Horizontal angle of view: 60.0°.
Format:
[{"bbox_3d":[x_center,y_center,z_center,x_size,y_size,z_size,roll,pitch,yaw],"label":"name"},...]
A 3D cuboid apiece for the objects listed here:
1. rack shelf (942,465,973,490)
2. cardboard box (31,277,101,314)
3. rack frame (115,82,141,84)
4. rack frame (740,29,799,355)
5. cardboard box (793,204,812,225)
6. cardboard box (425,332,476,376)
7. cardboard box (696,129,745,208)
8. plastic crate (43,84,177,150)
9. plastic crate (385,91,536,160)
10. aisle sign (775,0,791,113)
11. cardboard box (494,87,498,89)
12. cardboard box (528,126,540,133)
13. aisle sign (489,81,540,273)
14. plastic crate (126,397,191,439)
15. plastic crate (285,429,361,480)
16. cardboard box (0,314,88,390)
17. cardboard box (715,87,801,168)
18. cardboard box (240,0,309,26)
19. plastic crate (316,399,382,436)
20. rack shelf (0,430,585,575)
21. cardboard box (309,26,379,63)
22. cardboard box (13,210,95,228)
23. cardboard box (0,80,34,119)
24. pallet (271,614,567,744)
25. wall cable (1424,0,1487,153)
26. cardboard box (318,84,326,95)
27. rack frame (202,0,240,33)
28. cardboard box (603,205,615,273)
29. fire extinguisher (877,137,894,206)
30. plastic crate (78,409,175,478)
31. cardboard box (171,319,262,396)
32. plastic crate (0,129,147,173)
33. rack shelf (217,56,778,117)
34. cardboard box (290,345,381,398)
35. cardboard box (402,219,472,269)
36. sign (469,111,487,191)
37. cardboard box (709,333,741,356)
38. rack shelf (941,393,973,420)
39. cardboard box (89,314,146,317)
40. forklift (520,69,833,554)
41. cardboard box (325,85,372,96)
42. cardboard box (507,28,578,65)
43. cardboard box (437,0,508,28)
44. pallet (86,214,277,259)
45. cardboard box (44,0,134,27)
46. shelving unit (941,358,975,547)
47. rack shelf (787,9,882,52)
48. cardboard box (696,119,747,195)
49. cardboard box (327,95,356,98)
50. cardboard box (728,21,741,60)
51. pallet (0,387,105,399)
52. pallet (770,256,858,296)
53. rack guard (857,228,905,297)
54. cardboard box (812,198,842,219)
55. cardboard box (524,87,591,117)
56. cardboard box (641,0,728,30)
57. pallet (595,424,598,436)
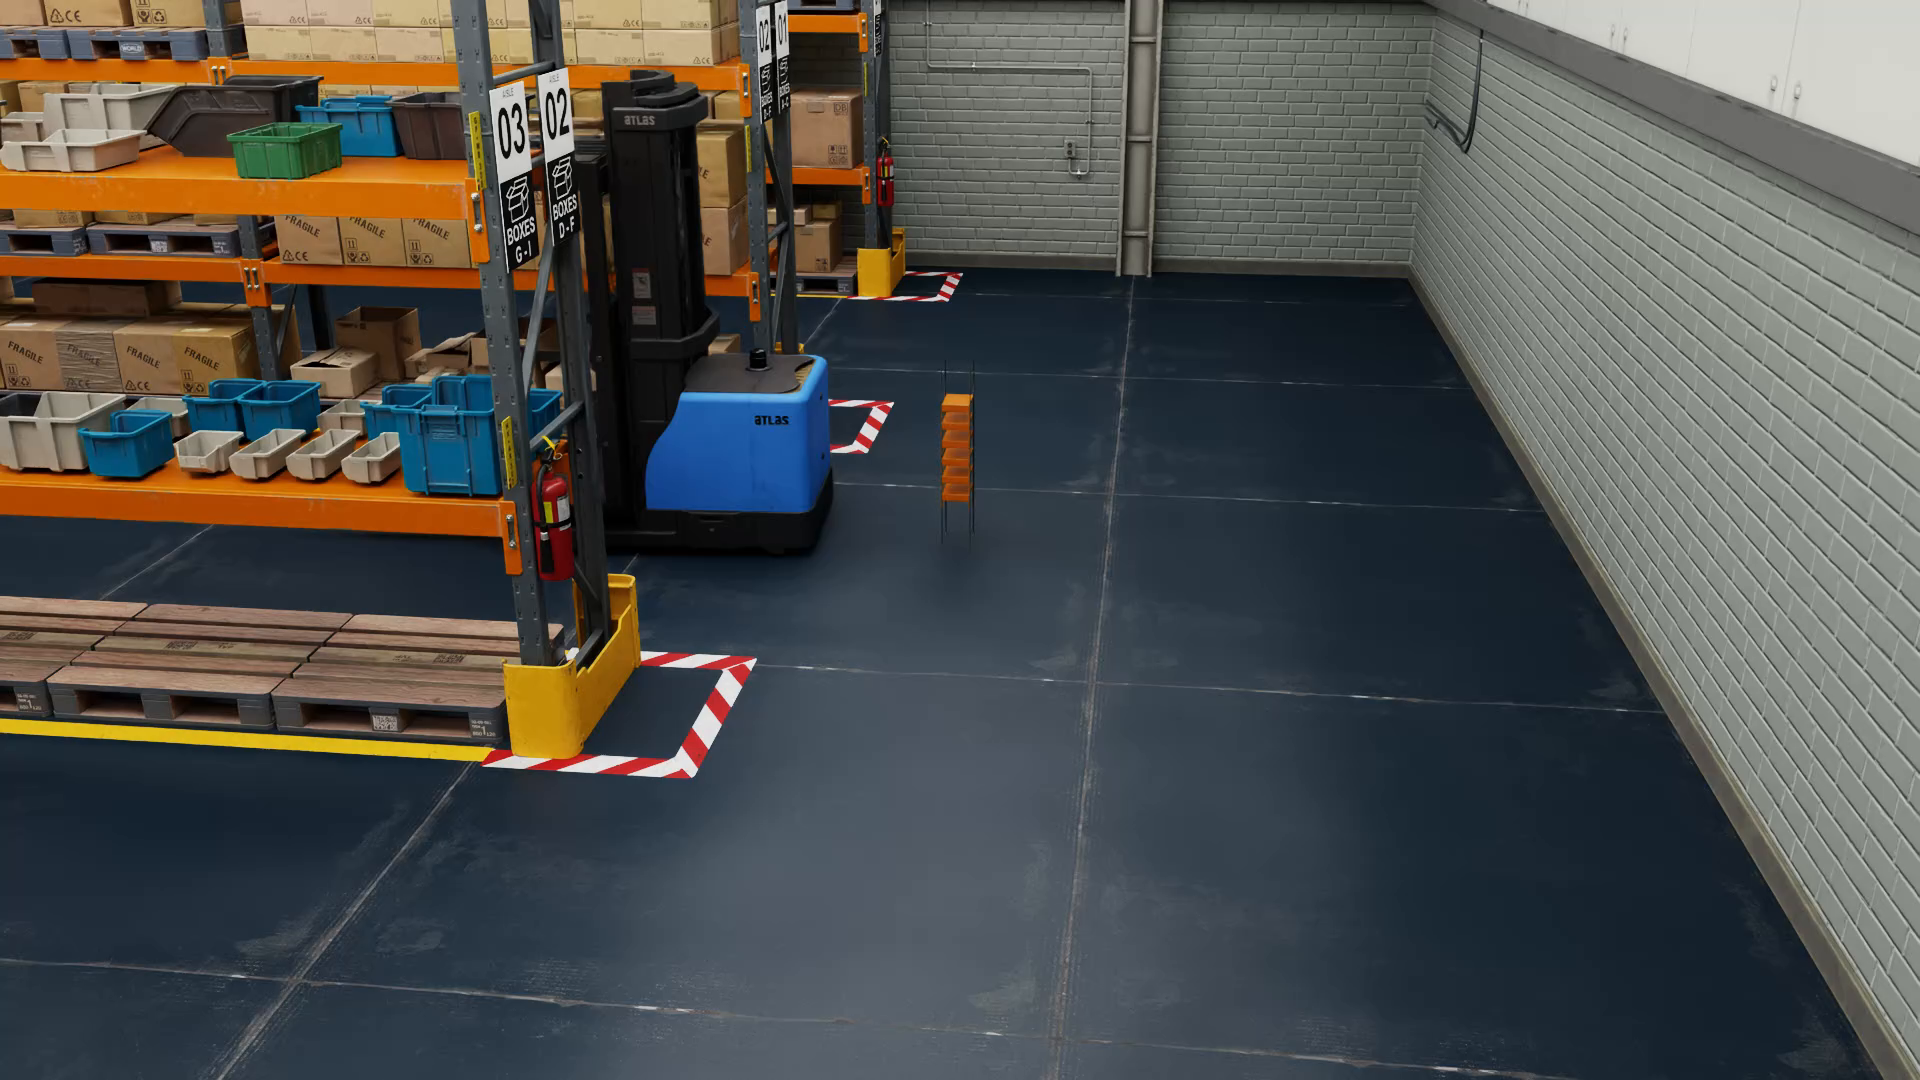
[{"bbox_3d":[-0.014,-0.406,10.781,0.180,0.103,0.258,2,22,6],"label":"rack shelf"},{"bbox_3d":[-7.353,-2.074,13.887,0.500,0.250,0.500,2,22,5],"label":"cardboard box"},{"bbox_3d":[-8.803,-4.490,18.217,0.127,3.000,1.000,2,22,6],"label":"rack frame"},{"bbox_3d":[-1.437,-2.335,12.766,0.127,3.000,1.000,2,22,6],"label":"rack frame"},{"bbox_3d":[-1.714,-3.411,17.435,0.250,0.149,0.380,2,22,6],"label":"cardboard box"},{"bbox_3d":[-4.066,-1.509,13.735,0.500,0.311,0.500,2,22,6],"label":"cardboard box"},{"bbox_3d":[-1.912,-2.765,12.359,0.500,0.500,0.500,2,22,6],"label":"cardboard box"},{"bbox_3d":[-4.189,-2.075,8.190,0.530,0.282,0.437,2,22,6],"label":"plastic crate"},{"bbox_3d":[-2.374,-1.979,7.965,0.590,0.269,0.497,2,22,6],"label":"plastic crate"},{"bbox_3d":[-1.335,-3.648,12.552,0.004,0.787,0.394,2,22,6],"label":"aisle sign"},{"bbox_3d":[-5.257,-4.975,17.856,0.500,0.250,0.500,3,22,8],"label":"cardboard box"},{"bbox_3d":[-3.439,-2.830,12.522,0.500,0.500,0.500,3,22,8],"label":"cardboard box"},{"bbox_3d":[-1.987,-1.626,7.436,0.004,0.787,0.394,2,22,6],"label":"aisle sign"},{"bbox_3d":[-4.232,-0.640,8.755,0.466,0.136,0.293,2,22,6],"label":"plastic crate"},{"bbox_3d":[-3.141,-0.419,8.197,0.243,0.136,0.396,2,22,6],"label":"plastic crate"},{"bbox_3d":[-7.427,-1.535,13.543,0.500,0.500,0.500,2,22,4],"label":"cardboard box"},{"bbox_3d":[-2.090,-4.329,17.402,0.700,0.700,0.980,2,22,6],"label":"cardboard box"},{"bbox_3d":[-4.956,-3.954,12.306,0.500,0.250,0.500,2,22,6],"label":"cardboard box"},{"bbox_3d":[-3.213,-0.636,8.747,0.298,0.136,0.250,2,22,6],"label":"plastic crate"},{"bbox_3d":[-4.010,-0.279,8.544,4.000,0.370,1.077,2,22,6],"label":"rack shelf"},{"bbox_3d":[-4.460,-3.699,12.340,0.500,0.250,0.500,2,22,6],"label":"cardboard box"},{"bbox_3d":[-7.171,-2.804,13.245,0.500,0.500,0.700,-3,22,-7],"label":"cardboard box"},{"bbox_3d":[-10.510,-4.804,18.276,0.500,0.500,0.700,2,22,6],"label":"cardboard box"},{"bbox_3d":[-2.839,0.720,8.831,1.213,0.211,1.003,2,22,6],"label":"pallet"},{"bbox_3d":[4.716,-5.115,15.860,0.112,2.526,3.097,2,22,6],"label":"wall cable"},{"bbox_3d":[-6.844,-4.856,17.555,0.500,0.250,0.500,2,22,5],"label":"cardboard box"},{"bbox_3d":[-5.410,-5.298,12.101,0.127,3.000,1.000,2,22,6],"label":"rack frame"},{"bbox_3d":[-2.430,-2.323,12.599,0.500,0.500,0.500,3,22,7],"label":"cardboard box"},{"bbox_3d":[-0.763,-3.759,16.982,0.183,0.674,0.296,2,22,6],"label":"fire extinguisher"},{"bbox_3d":[-4.094,-0.472,8.200,0.300,0.233,0.416,2,22,6],"label":"plastic crate"},{"bbox_3d":[-5.933,-1.467,13.372,0.500,0.500,0.500,2,22,6],"label":"cardboard box"},{"bbox_3d":[-4.105,-1.798,7.686,0.530,0.136,0.437,2,22,6],"label":"plastic crate"},{"bbox_3d":[-3.424,-3.482,12.566,4.000,0.370,1.077,2,22,6],"label":"rack shelf"},{"bbox_3d":[-5.018,-1.365,13.372,0.500,0.311,0.500,2,22,6],"label":"cardboard box"},{"bbox_3d":[-3.930,-2.390,12.768,0.500,0.500,0.500,2,22,6],"label":"cardboard box"},{"bbox_3d":[-2.073,-1.672,7.150,0.005,0.325,0.100,2,22,6],"label":"sign"},{"bbox_3d":[-2.006,-1.311,12.977,0.500,0.500,0.500,2,22,6],"label":"cardboard box"},{"bbox_3d":[-0.014,-0.852,10.605,0.180,0.103,0.258,2,22,6],"label":"rack shelf"},{"bbox_3d":[-6.888,-1.704,13.971,0.500,0.500,0.500,3,22,7],"label":"cardboard box"},{"bbox_3d":[-2.414,-1.469,10.670,3.031,2.935,1.130,1,22,4],"label":"forklift"},{"bbox_3d":[-6.338,-4.834,17.500,0.500,0.250,0.500,3,22,7],"label":"cardboard box"},{"bbox_3d":[-2.972,-3.629,12.163,0.500,0.250,0.500,2,22,6],"label":"cardboard box"},{"bbox_3d":[-3.468,-3.886,12.133,0.500,0.250,0.500,2,22,6],"label":"cardboard box"},{"bbox_3d":[-6.190,-2.493,13.428,1.213,0.211,1.003,2,22,6],"label":"pallet"},{"bbox_3d":[-6.568,-4.261,12.714,0.600,0.600,0.600,2,22,6],"label":"cardboard box"},{"bbox_3d":[-0.014,-0.559,10.721,0.189,1.200,0.258,2,22,6],"label":"shelving unit"},{"bbox_3d":[-2.844,-5.291,17.141,4.000,0.370,1.077,2,22,6],"label":"rack shelf"},{"bbox_3d":[-1.847,-2.962,12.856,0.500,0.500,0.500,3,22,8],"label":"cardboard box"},{"bbox_3d":[-6.324,-4.482,17.630,0.500,0.500,0.500,3,22,6],"label":"cardboard box"},{"bbox_3d":[-1.918,-3.775,12.534,0.500,0.250,0.500,2,22,6],"label":"cardboard box"},{"bbox_3d":[-7.437,-1.285,13.902,1.213,0.211,1.003,2,22,6],"label":"pallet"},{"bbox_3d":[-1.661,-2.853,17.870,1.213,0.211,1.003,2,22,6],"label":"pallet"},{"bbox_3d":[-0.834,-2.980,17.799,0.348,0.500,1.175,2,22,6],"label":"rack guard"},{"bbox_3d":[-1.417,-3.540,17.760,0.250,0.149,0.380,3,22,7],"label":"cardboard box"},{"bbox_3d":[-4.294,-4.427,17.650,0.700,0.700,0.980,3,22,7],"label":"cardboard box"},{"bbox_3d":[-1.978,-3.822,11.971,0.500,0.250,0.500,2,22,6],"label":"cardboard box"},{"bbox_3d":[-2.305,-1.076,13.374,1.213,0.211,1.003,2,22,6],"label":"pallet"}]
